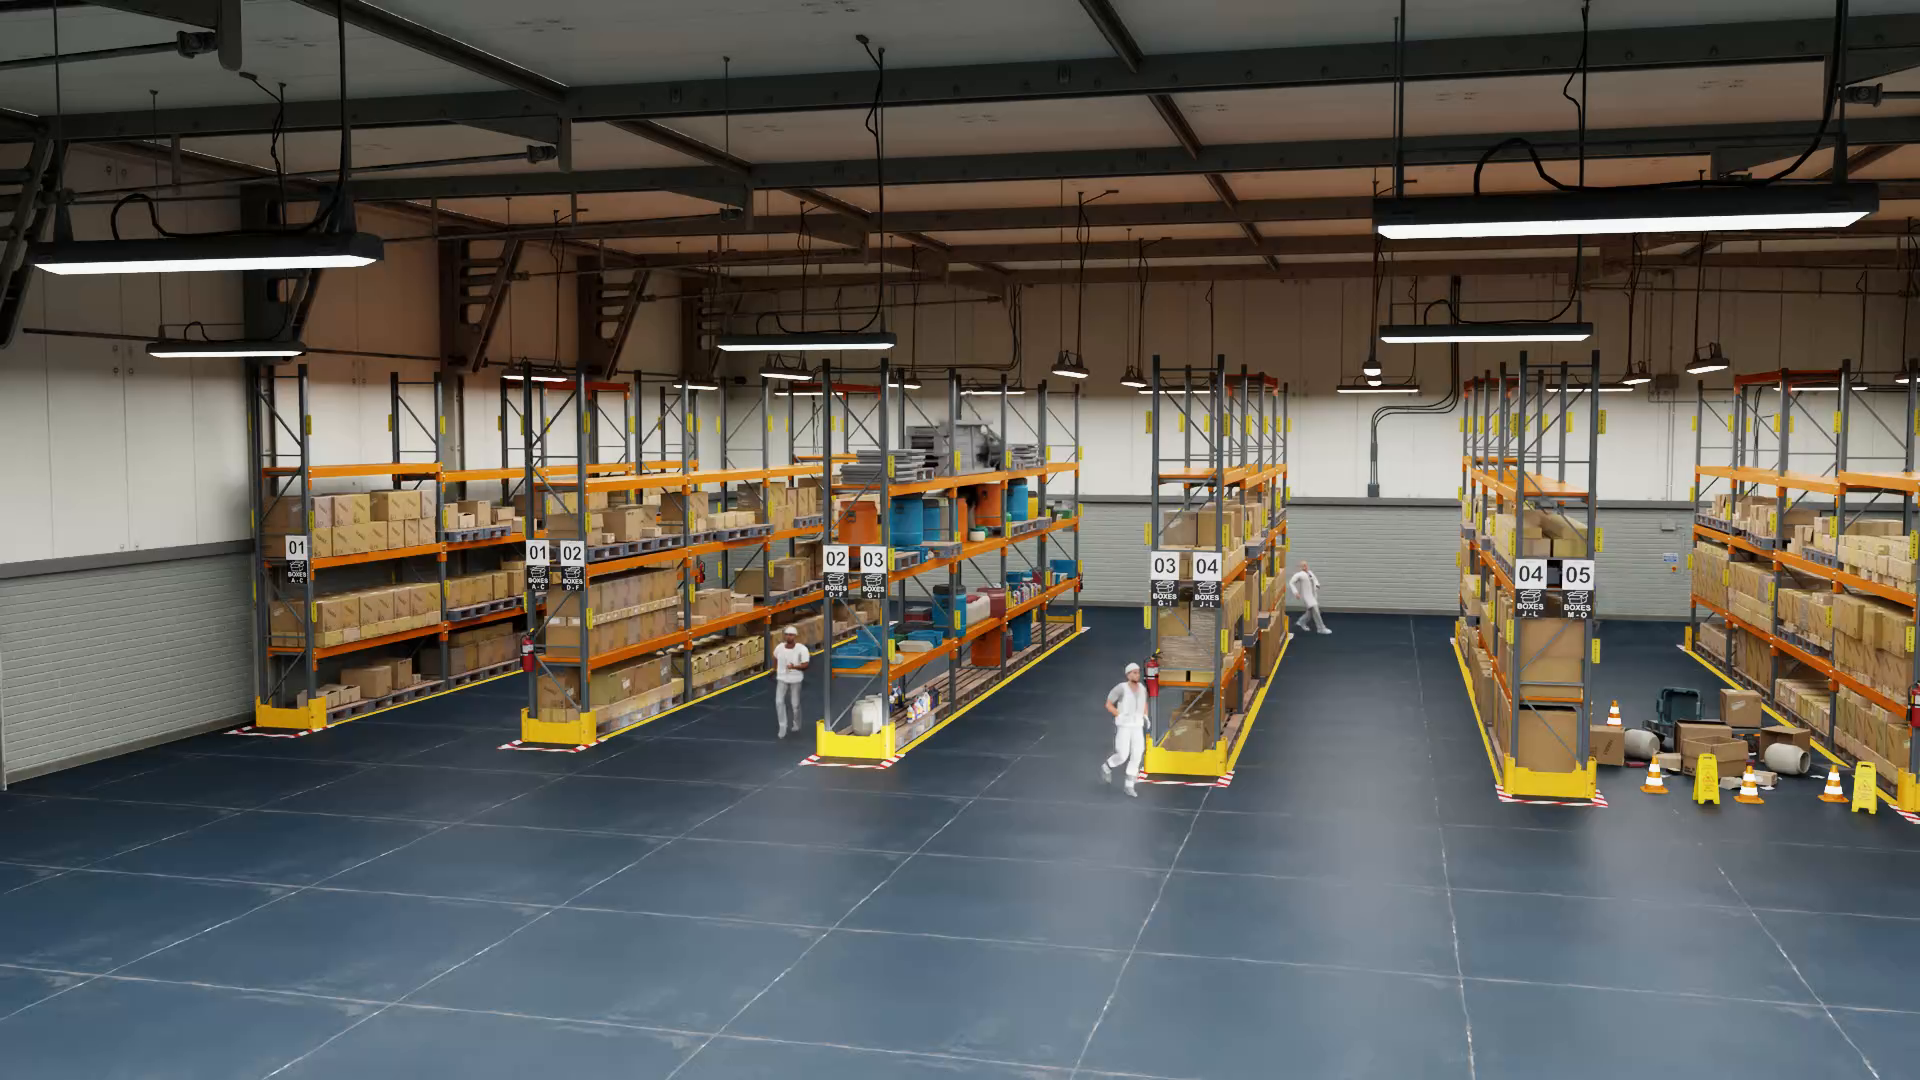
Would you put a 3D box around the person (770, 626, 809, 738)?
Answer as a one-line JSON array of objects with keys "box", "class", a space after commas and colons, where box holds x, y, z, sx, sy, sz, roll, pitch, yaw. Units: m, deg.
[{"box": [-2.743, 2.284, 26.710, 0.671, 1.801, 0.728, 1, 4, 8], "class": "person"}]

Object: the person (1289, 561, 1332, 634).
[{"box": [8.393, 1.366, 39.784, 1.035, 1.709, 0.754, 4, 5, 44], "class": "person"}]

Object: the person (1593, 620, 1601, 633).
[{"box": [14.530, 1.568, 38.712, 0.795, 1.602, 0.571, 0, 4, 3], "class": "person"}]

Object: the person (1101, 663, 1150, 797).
[{"box": [2.314, 2.561, 22.706, 0.689, 1.771, 0.779, -2, 4, -26], "class": "person"}]
